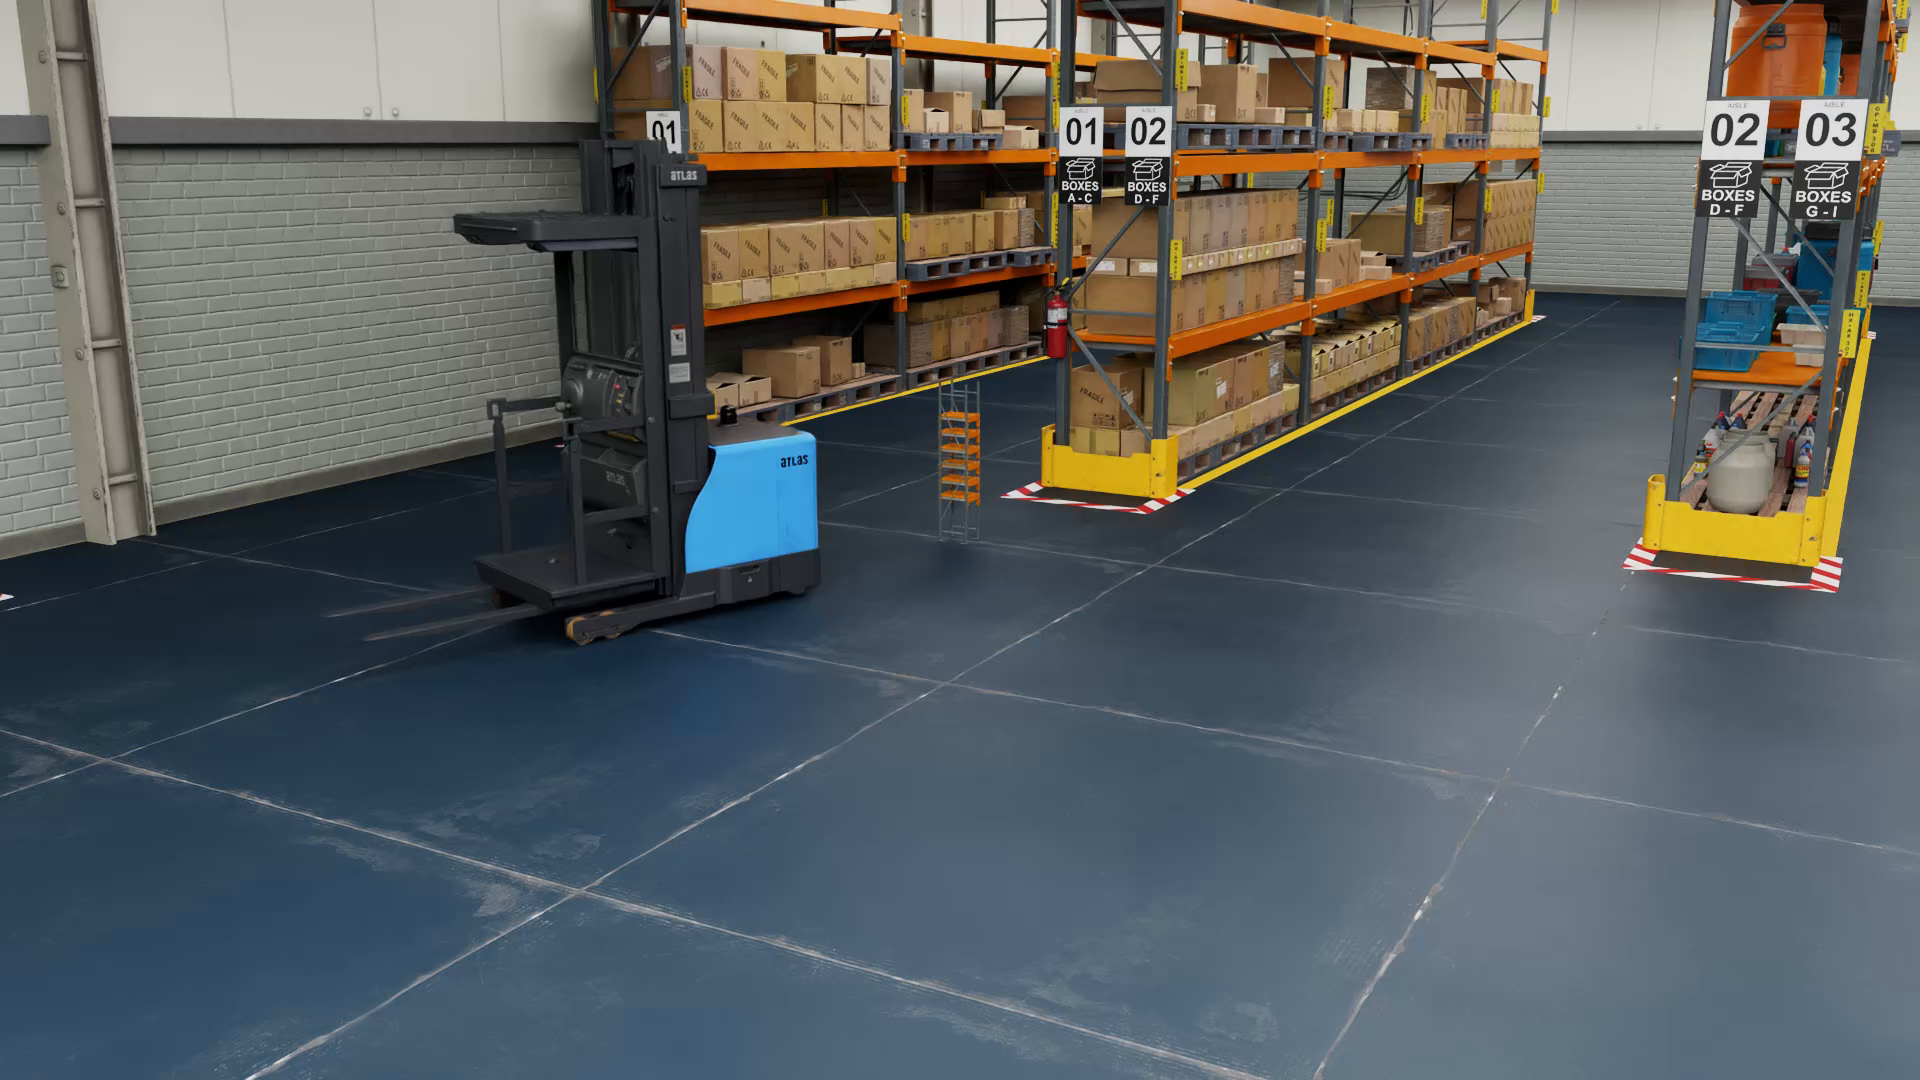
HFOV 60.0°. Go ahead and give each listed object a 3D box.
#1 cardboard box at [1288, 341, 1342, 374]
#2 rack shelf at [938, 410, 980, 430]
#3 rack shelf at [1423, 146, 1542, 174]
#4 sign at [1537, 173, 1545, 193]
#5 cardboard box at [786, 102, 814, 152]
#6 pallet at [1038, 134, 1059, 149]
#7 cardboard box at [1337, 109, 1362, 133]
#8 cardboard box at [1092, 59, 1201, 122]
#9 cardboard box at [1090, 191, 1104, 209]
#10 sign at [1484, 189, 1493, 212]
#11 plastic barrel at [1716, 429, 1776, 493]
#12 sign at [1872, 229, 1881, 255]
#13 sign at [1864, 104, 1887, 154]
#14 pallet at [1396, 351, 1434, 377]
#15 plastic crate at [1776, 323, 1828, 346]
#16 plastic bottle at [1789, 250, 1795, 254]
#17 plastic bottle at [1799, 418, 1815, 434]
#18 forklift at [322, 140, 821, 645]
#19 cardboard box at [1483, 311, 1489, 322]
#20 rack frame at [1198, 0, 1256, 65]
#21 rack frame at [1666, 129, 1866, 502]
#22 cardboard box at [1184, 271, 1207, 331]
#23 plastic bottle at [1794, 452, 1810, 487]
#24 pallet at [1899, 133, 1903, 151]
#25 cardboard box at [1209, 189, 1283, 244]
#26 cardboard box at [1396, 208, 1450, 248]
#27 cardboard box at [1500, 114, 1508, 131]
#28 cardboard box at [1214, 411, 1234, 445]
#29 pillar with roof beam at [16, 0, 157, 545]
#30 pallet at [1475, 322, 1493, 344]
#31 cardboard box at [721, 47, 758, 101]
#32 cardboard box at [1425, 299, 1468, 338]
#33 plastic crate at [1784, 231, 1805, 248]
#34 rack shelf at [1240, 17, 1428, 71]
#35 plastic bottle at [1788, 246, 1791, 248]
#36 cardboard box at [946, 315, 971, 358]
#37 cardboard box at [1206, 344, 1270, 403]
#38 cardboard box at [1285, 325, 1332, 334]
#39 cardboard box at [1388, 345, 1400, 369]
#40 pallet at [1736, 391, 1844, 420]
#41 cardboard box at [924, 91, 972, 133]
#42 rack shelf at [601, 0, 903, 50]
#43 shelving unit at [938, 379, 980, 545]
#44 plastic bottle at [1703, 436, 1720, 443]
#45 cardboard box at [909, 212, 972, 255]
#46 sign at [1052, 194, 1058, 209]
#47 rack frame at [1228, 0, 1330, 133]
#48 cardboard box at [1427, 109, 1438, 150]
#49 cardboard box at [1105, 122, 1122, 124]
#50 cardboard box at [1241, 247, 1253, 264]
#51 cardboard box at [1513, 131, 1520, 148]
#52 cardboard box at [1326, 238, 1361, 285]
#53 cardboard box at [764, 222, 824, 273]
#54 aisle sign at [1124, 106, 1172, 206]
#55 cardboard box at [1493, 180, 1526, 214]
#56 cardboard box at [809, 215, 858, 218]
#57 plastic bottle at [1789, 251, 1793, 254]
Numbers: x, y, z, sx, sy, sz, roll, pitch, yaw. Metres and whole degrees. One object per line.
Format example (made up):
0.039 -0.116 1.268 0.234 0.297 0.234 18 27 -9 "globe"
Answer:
3.890 -2.026 18.312 0.500 0.311 0.500 7 15 27 "cardboard box"
-0.007 -0.887 12.307 0.258 0.103 0.180 7 15 28 "rack shelf"
8.060 -5.888 25.690 1.077 0.370 4.000 7 15 28 "rack shelf"
9.503 -5.839 27.208 0.100 0.325 0.005 7 15 28 "sign"
-1.887 -4.350 17.519 0.500 0.500 0.500 8 16 31 "cardboard box"
1.086 -5.613 23.419 1.213 0.211 1.003 8 16 31 "pallet"
4.204 -4.702 18.662 0.500 0.250 0.500 6 15 23 "cardboard box"
1.574 -3.805 14.101 0.797 0.503 0.637 9 16 32 "cardboard box"
1.764 -4.953 24.189 0.500 0.250 0.500 7 15 28 "cardboard box"
7.581 -4.870 23.862 0.100 0.325 0.005 7 15 28 "sign"
6.120 -0.586 12.977 0.421 0.512 0.421 0 14 0 "plastic barrel"
11.908 -3.879 21.631 0.100 0.325 0.005 7 15 28 "sign"
6.106 -2.744 11.097 0.100 0.325 0.005 7 15 28 "sign"
5.554 -2.341 21.795 1.003 0.211 1.213 7 15 28 "pallet"
6.997 -1.676 13.646 0.530 0.136 0.437 7 15 28 "plastic crate"
10.423 -3.505 20.936 0.152 0.276 0.135 7 15 28 "plastic bottle"
7.409 -0.888 14.528 0.144 0.351 0.185 7 15 25 "plastic bottle"
-2.374 -0.938 10.170 3.031 2.935 1.130 -11 18 -39 "forklift"
7.895 -3.446 25.532 0.380 0.166 0.250 7 15 28 "cardboard box"
4.689 -8.666 29.281 1.000 3.000 0.127 7 15 28 "rack frame"
5.627 -1.345 11.712 1.000 3.000 0.127 7 15 28 "rack frame"
1.779 -2.158 14.872 0.700 0.500 0.500 8 16 29 "cardboard box"
6.776 -0.569 13.377 0.097 0.271 0.097 0 14 0 "plastic bottle"
11.134 -5.001 20.882 1.213 0.211 1.003 7 15 28 "pallet"
2.774 -3.211 16.472 0.700 0.500 0.500 7 15 28 "cardboard box"
6.293 -4.252 22.662 0.700 0.500 0.500 3 14 14 "cardboard box"
7.786 -6.172 24.586 0.500 0.250 0.500 7 15 28 "cardboard box"
2.227 -1.065 15.520 0.500 0.250 0.500 7 15 28 "cardboard box"
-2.597 -3.907 9.538 9.100 9.000 0.400 7 15 28 "pillar with roof beam"
7.426 -3.154 25.166 1.003 0.211 1.213 7 15 28 "pallet"
-2.360 -4.619 16.502 0.500 0.500 0.500 7 15 27 "cardboard box"
6.859 -3.133 23.525 0.500 0.500 0.500 7 15 28 "cardboard box"
11.355 -3.963 22.476 0.392 0.384 0.575 7 15 28 "plastic crate"
4.193 -5.510 18.577 1.077 0.370 4.000 7 15 28 "rack shelf"
10.813 -3.696 21.713 0.061 0.283 0.133 7 15 28 "plastic bottle"
-0.283 -2.651 21.526 0.700 0.500 0.500 8 15 29 "cardboard box"
2.703 -1.635 16.287 0.500 0.500 0.500 7 15 28 "cardboard box"
4.154 -2.401 19.867 0.500 0.311 0.500 7 15 27 "cardboard box"
5.119 -2.280 20.562 0.500 0.250 0.500 8 16 29 "cardboard box"
9.086 -1.476 18.206 1.003 0.211 1.213 7 15 28 "pallet"
-0.182 -5.355 20.837 0.500 0.500 0.500 7 15 26 "cardboard box"
-2.079 -5.443 17.451 1.077 0.370 4.000 7 15 28 "rack shelf"
-0.007 -0.580 12.381 0.258 1.200 0.189 7 15 28 "shelving unit"
6.344 -0.738 14.068 0.152 0.276 0.135 7 15 26 "plastic bottle"
-0.269 -3.904 21.173 0.700 0.500 0.500 10 17 36 "cardboard box"
1.301 -4.573 22.802 0.100 0.325 0.005 7 15 28 "sign"
3.226 -5.644 16.744 1.000 3.000 0.127 7 15 28 "rack frame"
5.588 -5.253 21.309 0.910 0.500 0.500 7 15 28 "cardboard box"
2.021 -6.360 24.964 0.700 0.500 0.500 7 15 27 "cardboard box"
2.541 -2.696 15.720 0.380 0.149 0.250 8 16 30 "cardboard box"
8.272 -6.133 25.494 0.500 0.250 0.500 7 15 28 "cardboard box"
4.363 -3.251 19.404 0.500 0.500 0.500 6 15 25 "cardboard box"
-1.810 -3.145 17.858 0.500 0.500 0.500 8 16 30 "cardboard box"
1.529 -3.122 13.538 0.394 0.787 0.004 7 15 28 "aisle sign"
8.563 -5.391 26.148 0.500 0.500 0.500 8 16 30 "cardboard box"
-1.522 -3.517 19.397 0.500 0.500 0.500 7 15 27 "cardboard box"
10.311 -3.457 20.738 0.152 0.276 0.135 7 15 28 "plastic bottle"
